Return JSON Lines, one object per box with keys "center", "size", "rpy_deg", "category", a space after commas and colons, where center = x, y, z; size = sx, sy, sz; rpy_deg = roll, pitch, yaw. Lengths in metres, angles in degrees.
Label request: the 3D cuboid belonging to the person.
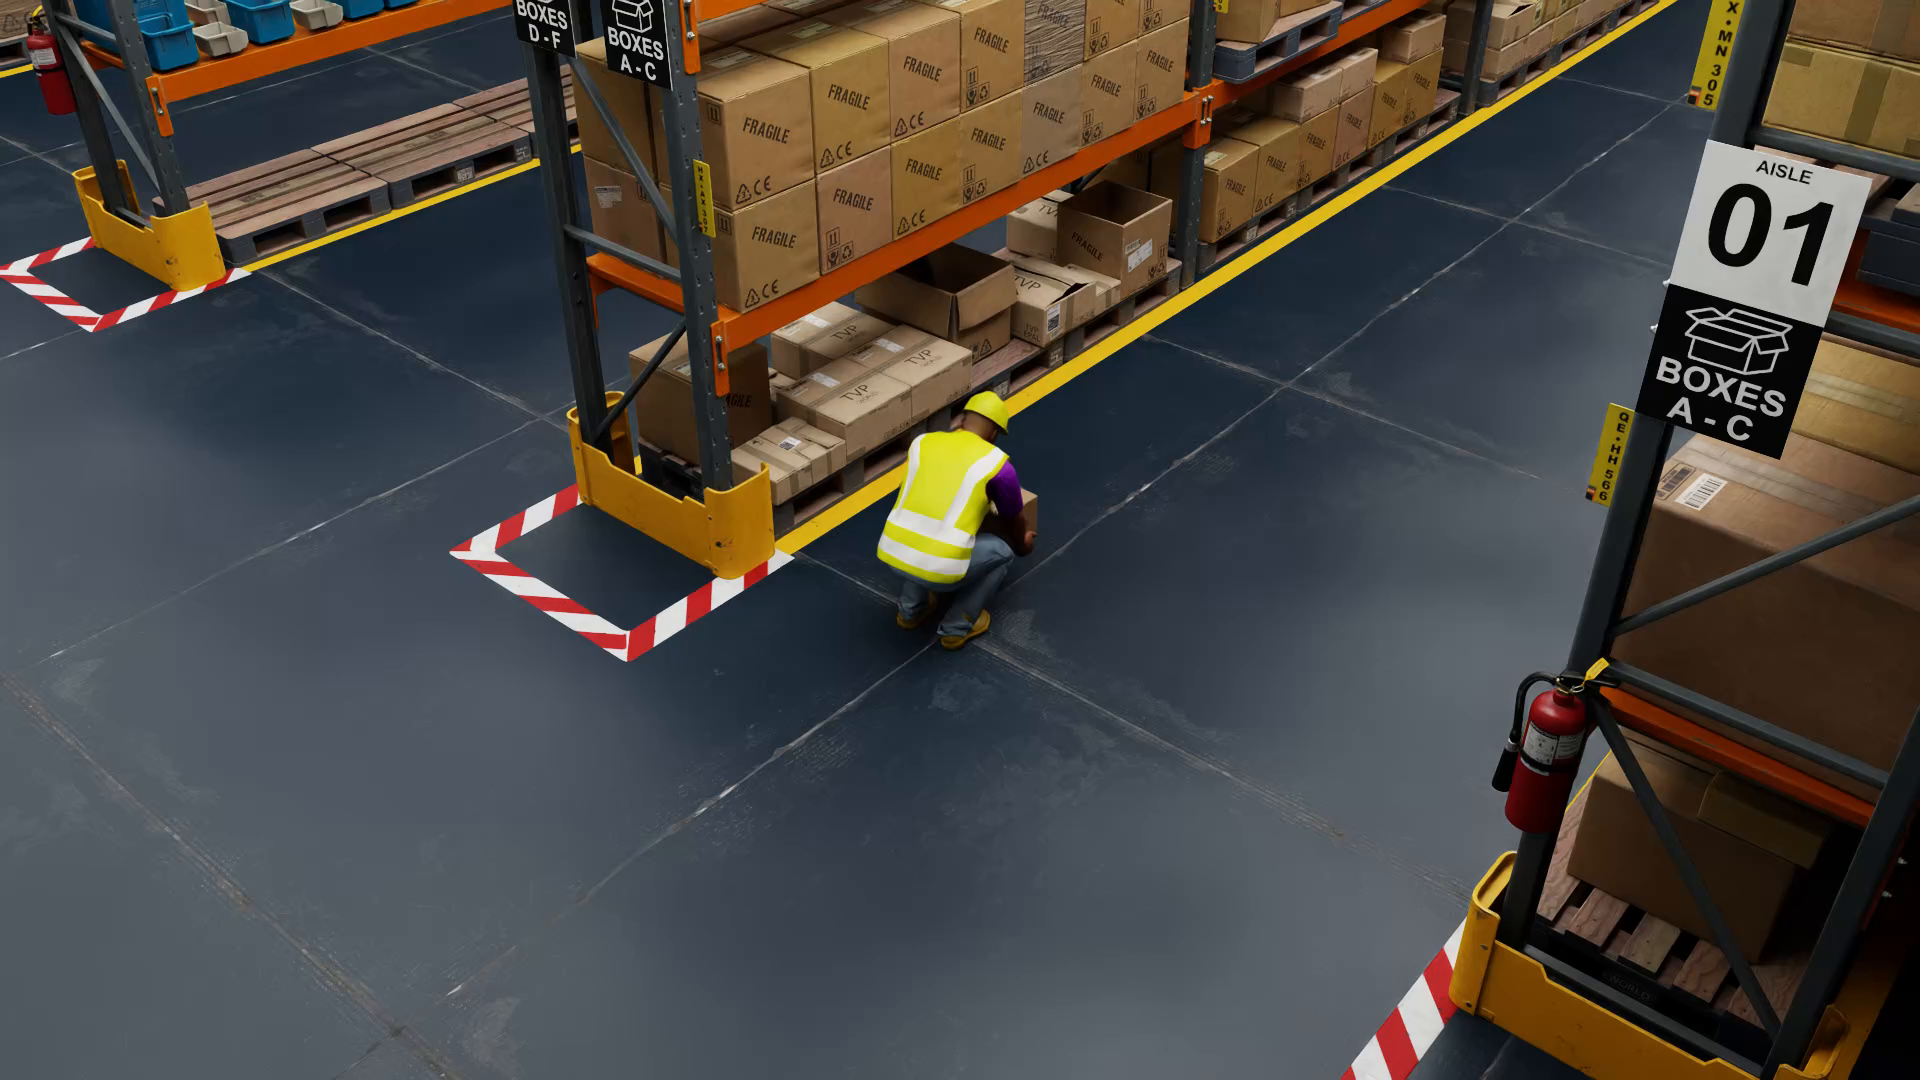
{"center": [-0.021, -0.099, 7.587], "size": [0.528, 1.011, 0.912], "rpy_deg": [21, 40, 27], "category": "person"}
